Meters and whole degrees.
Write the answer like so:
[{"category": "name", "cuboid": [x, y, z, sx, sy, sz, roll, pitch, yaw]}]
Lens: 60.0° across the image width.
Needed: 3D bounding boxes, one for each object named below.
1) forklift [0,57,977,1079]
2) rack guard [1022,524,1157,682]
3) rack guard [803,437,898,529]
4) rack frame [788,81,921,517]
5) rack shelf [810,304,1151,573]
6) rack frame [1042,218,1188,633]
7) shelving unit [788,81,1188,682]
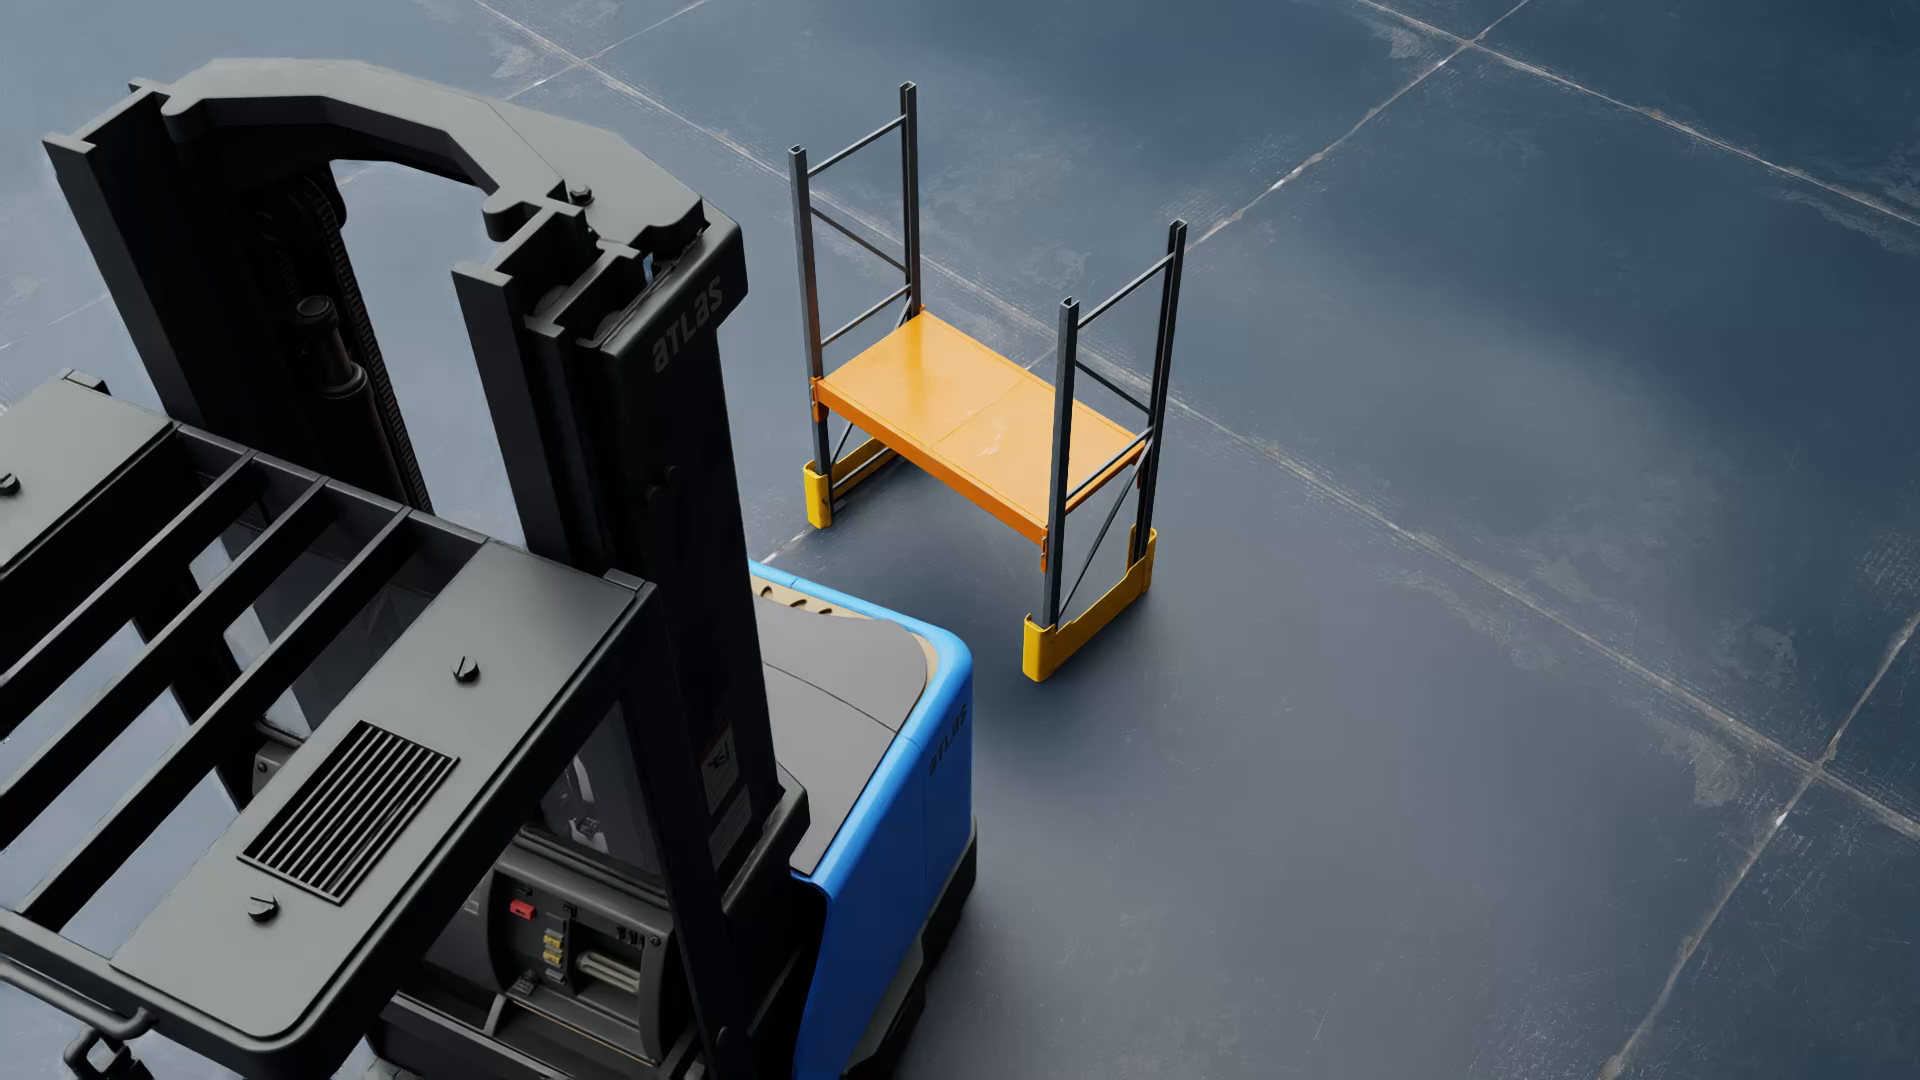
[{"category": "forklift", "cuboid": [-1.034, 0.800, 2.988, 1.130, 2.935, 3.031, 19, 50, 17]}, {"category": "rack guard", "cuboid": [0.422, 0.198, 5.392, 0.087, 0.250, 0.587, 34, 55, 28]}, {"category": "rack guard", "cuboid": [-0.310, -0.294, 5.855, 0.087, 0.250, 0.587, 34, 55, 28]}, {"category": "rack frame", "cuboid": [-0.311, -0.723, 5.400, 0.032, 1.500, 0.500, 34, 55, 28]}, {"category": "rack shelf", "cuboid": [0.063, -0.348, 5.295, 1.000, 0.185, 0.538, 34, 55, 28]}, {"category": "rack frame", "cuboid": [0.436, -0.220, 4.928, 0.032, 1.500, 0.500, 34, 55, 28]}, {"category": "shelving unit", "cuboid": [0.056, -0.476, 5.168, 1.083, 1.500, 0.587, 34, 55, 28]}]
